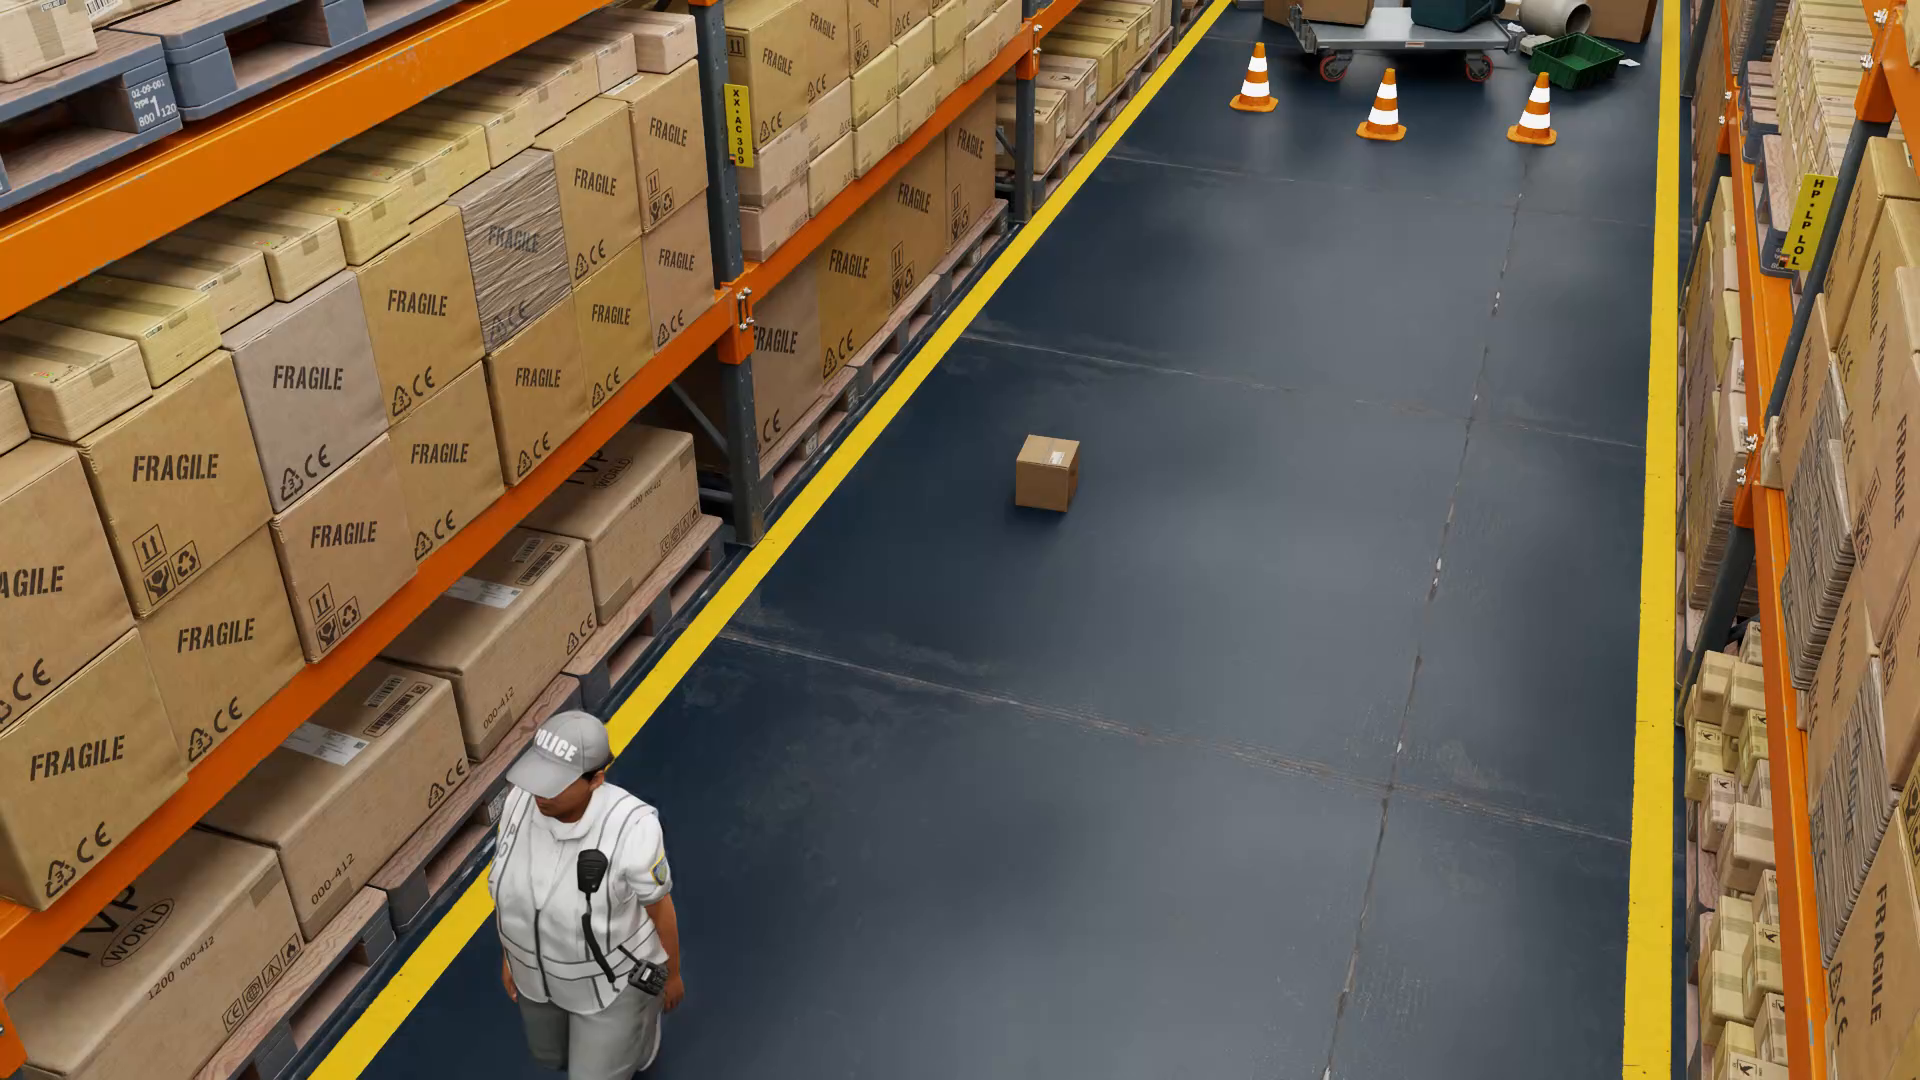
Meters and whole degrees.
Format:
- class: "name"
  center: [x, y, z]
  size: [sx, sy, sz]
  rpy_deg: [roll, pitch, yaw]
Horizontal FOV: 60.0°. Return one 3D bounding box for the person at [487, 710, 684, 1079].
- class: "person"
  center: [-0.979, 1.109, 4.452]
  size: [0.498, 1.627, 0.828]
  rpy_deg: [14, 36, 20]
